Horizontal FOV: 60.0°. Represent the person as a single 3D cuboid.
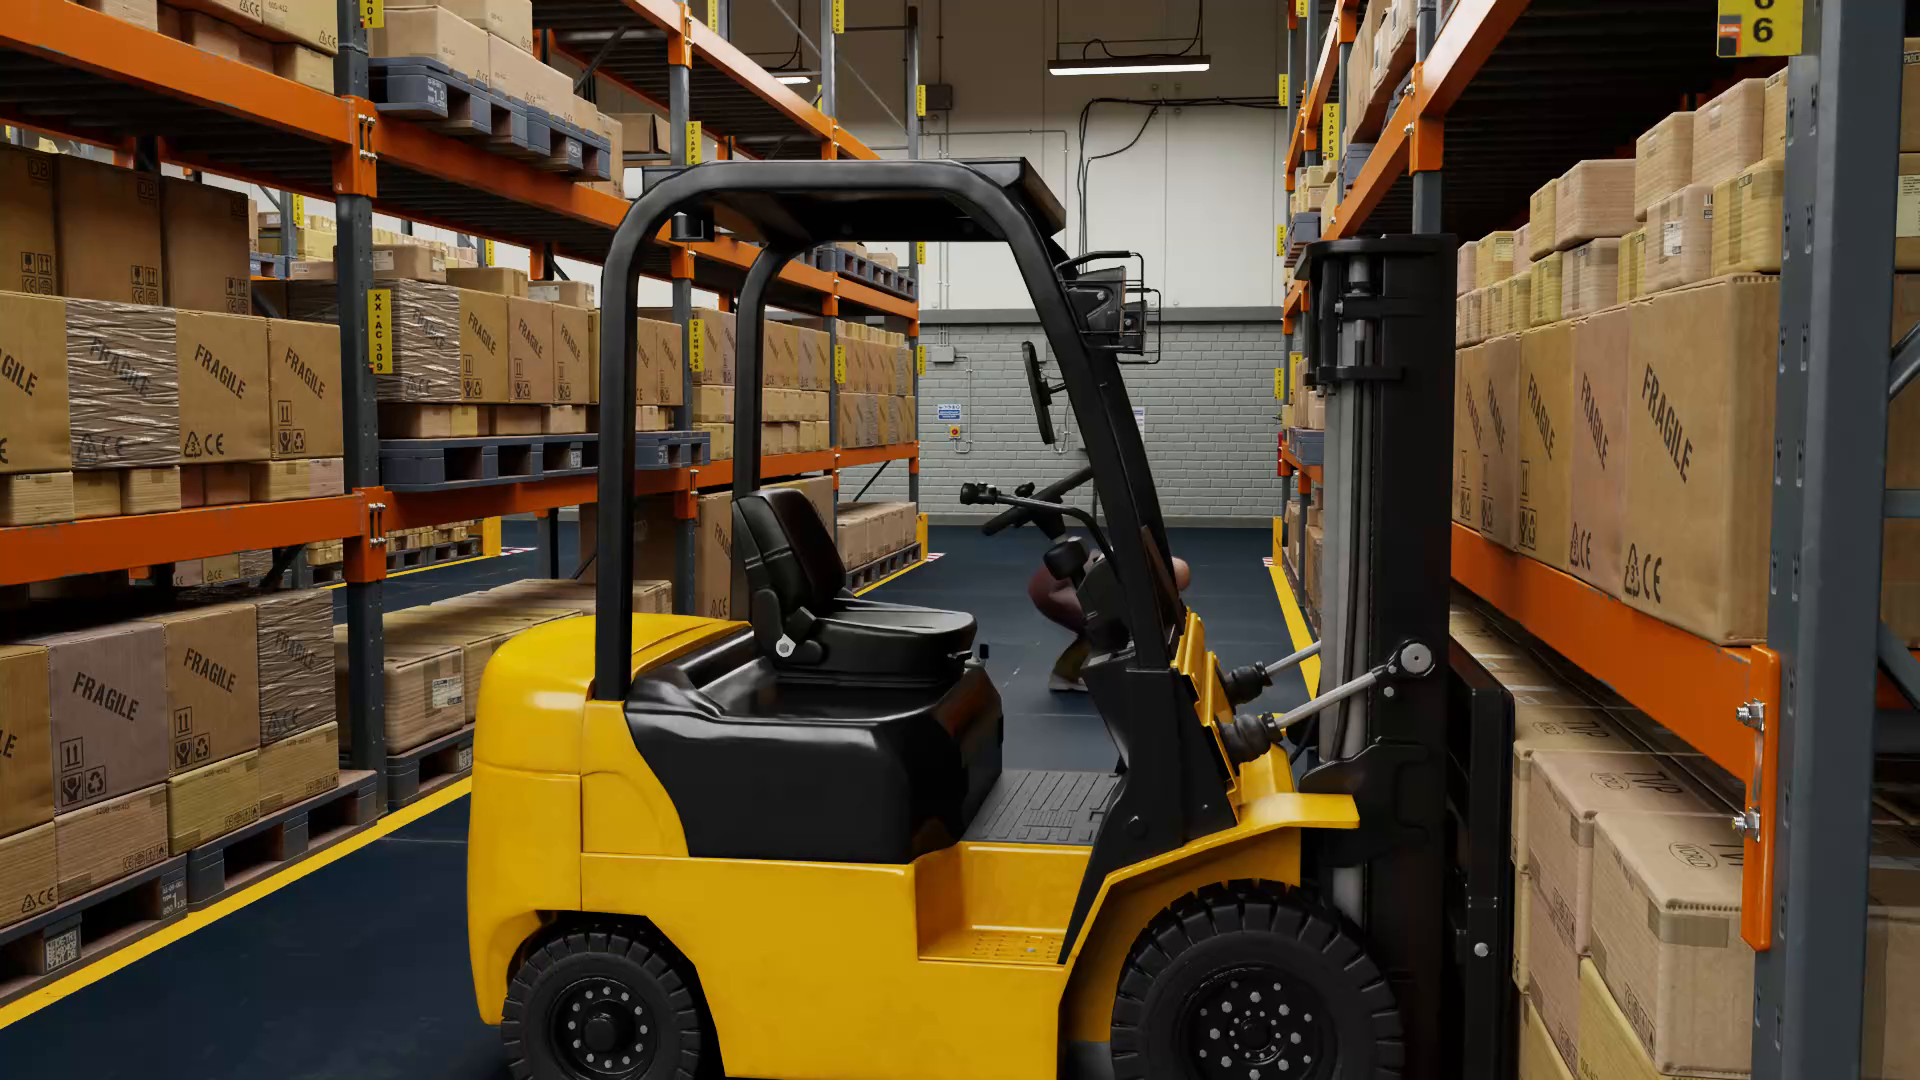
[{"bbox_3d":[0.871,0.474,9.762,0.951,0.844,0.584,1,4,7],"label":"person"}]
